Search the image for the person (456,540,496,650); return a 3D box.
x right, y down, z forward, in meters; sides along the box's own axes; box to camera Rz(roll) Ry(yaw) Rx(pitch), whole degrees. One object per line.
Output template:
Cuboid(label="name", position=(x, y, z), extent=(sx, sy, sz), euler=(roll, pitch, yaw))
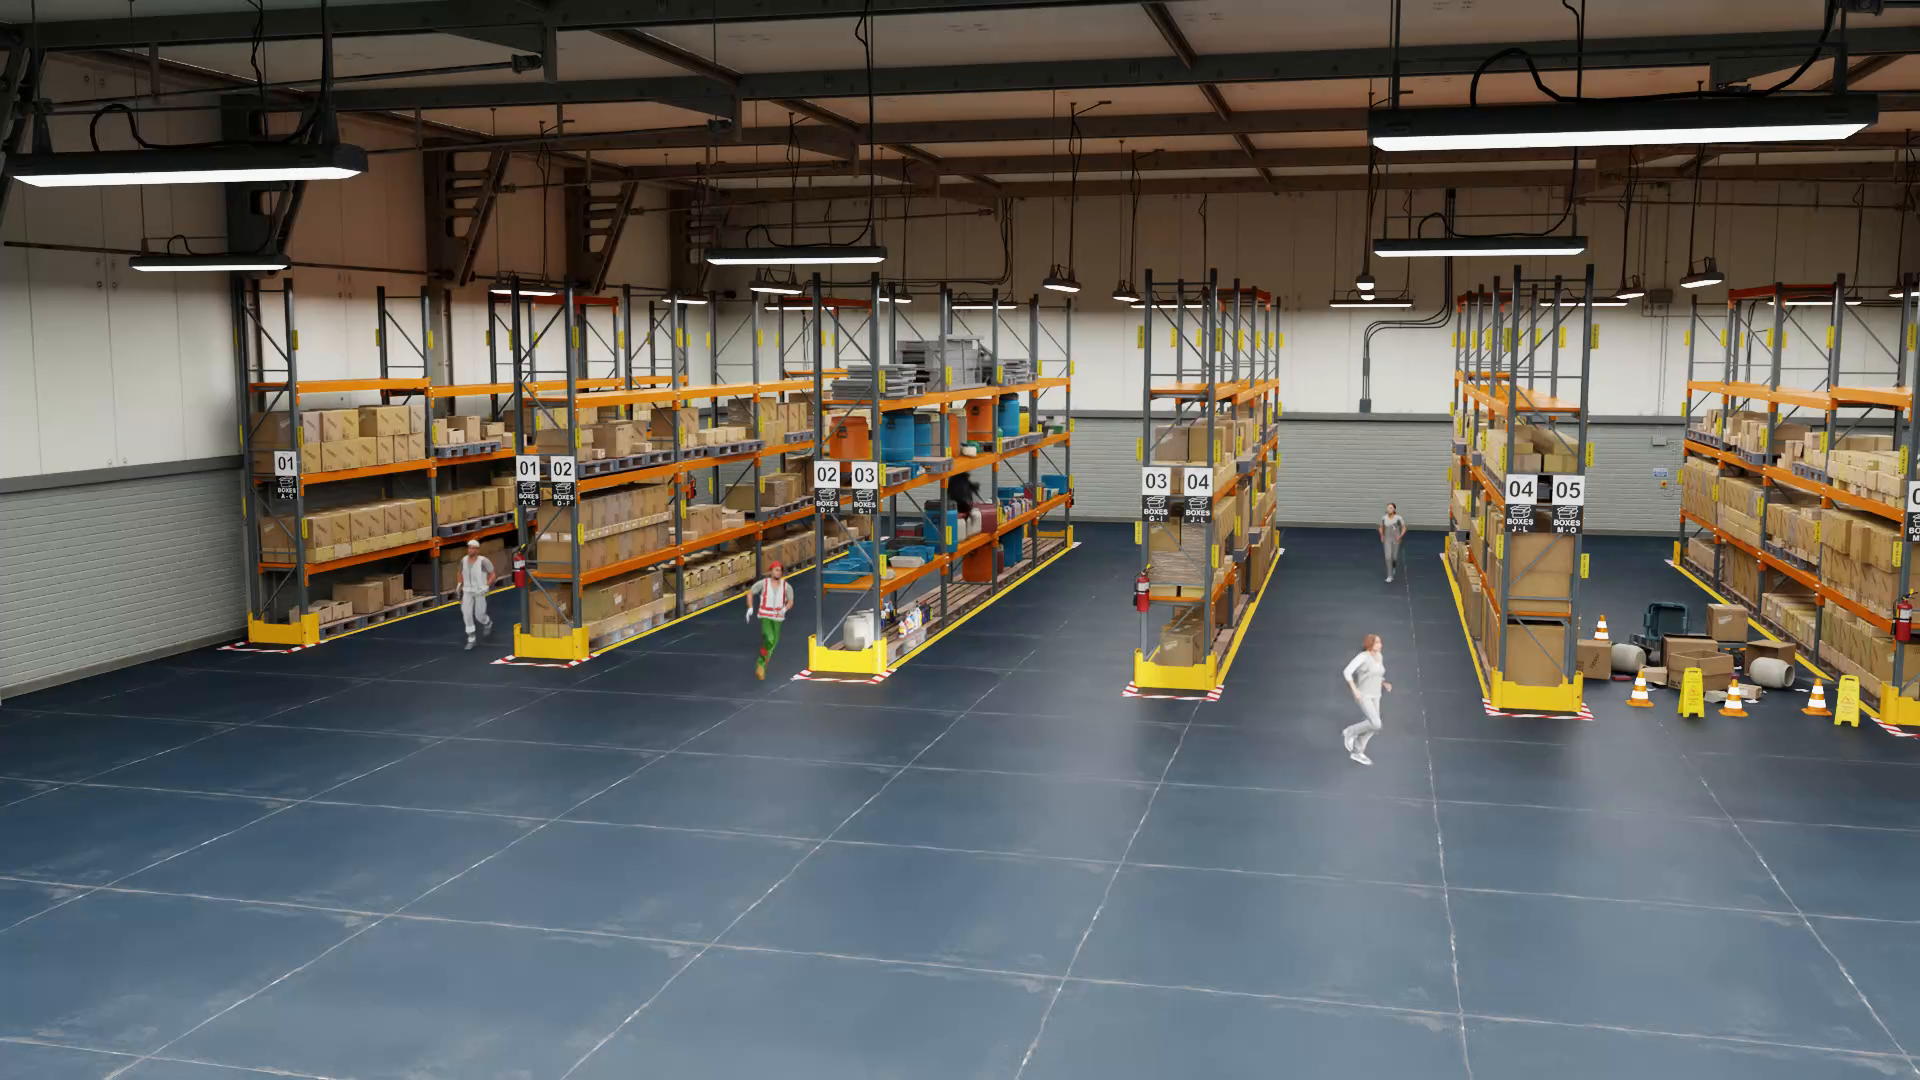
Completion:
Cuboid(label="person", position=(-7.951, 0.868, 27.340), extent=(0.683, 1.773, 0.833), euler=(1, 7, 6))

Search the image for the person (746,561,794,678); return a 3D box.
Cuboid(label="person", position=(-2.779, 1.177, 24.620), extent=(0.694, 1.715, 0.652), euler=(-3, 7, -23))

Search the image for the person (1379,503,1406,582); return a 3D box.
Cuboid(label="person", position=(9.021, 0.038, 34.749), extent=(0.564, 1.644, 0.603), euler=(3, 7, 23))

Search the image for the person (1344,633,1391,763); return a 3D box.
Cuboid(label="person", position=(4.875, 1.879, 19.751), extent=(0.548, 1.558, 0.455), euler=(-6, 9, -42))
